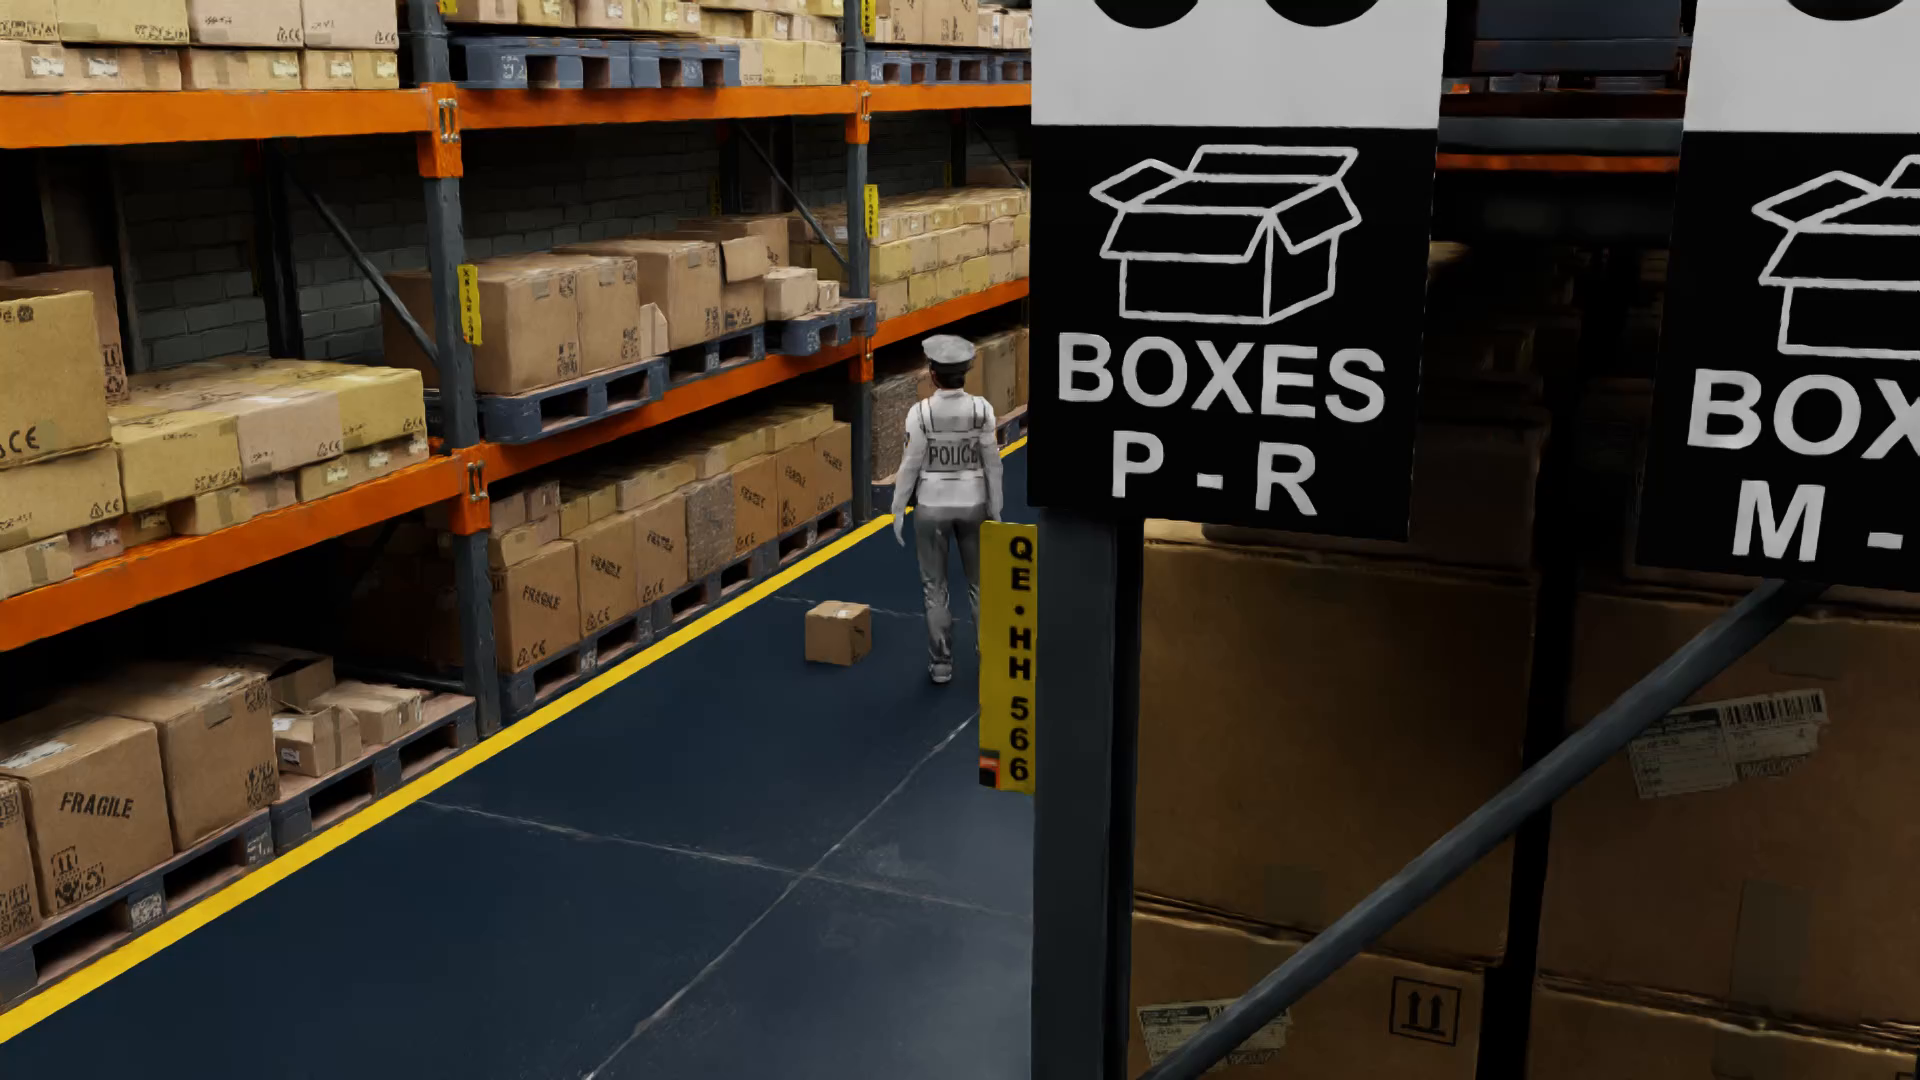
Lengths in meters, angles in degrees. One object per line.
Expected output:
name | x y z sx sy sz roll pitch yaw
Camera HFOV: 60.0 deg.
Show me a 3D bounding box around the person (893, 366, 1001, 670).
person | 3.812 -0.754 9.223 8.731 2.202 0.748 -5 16 -16
